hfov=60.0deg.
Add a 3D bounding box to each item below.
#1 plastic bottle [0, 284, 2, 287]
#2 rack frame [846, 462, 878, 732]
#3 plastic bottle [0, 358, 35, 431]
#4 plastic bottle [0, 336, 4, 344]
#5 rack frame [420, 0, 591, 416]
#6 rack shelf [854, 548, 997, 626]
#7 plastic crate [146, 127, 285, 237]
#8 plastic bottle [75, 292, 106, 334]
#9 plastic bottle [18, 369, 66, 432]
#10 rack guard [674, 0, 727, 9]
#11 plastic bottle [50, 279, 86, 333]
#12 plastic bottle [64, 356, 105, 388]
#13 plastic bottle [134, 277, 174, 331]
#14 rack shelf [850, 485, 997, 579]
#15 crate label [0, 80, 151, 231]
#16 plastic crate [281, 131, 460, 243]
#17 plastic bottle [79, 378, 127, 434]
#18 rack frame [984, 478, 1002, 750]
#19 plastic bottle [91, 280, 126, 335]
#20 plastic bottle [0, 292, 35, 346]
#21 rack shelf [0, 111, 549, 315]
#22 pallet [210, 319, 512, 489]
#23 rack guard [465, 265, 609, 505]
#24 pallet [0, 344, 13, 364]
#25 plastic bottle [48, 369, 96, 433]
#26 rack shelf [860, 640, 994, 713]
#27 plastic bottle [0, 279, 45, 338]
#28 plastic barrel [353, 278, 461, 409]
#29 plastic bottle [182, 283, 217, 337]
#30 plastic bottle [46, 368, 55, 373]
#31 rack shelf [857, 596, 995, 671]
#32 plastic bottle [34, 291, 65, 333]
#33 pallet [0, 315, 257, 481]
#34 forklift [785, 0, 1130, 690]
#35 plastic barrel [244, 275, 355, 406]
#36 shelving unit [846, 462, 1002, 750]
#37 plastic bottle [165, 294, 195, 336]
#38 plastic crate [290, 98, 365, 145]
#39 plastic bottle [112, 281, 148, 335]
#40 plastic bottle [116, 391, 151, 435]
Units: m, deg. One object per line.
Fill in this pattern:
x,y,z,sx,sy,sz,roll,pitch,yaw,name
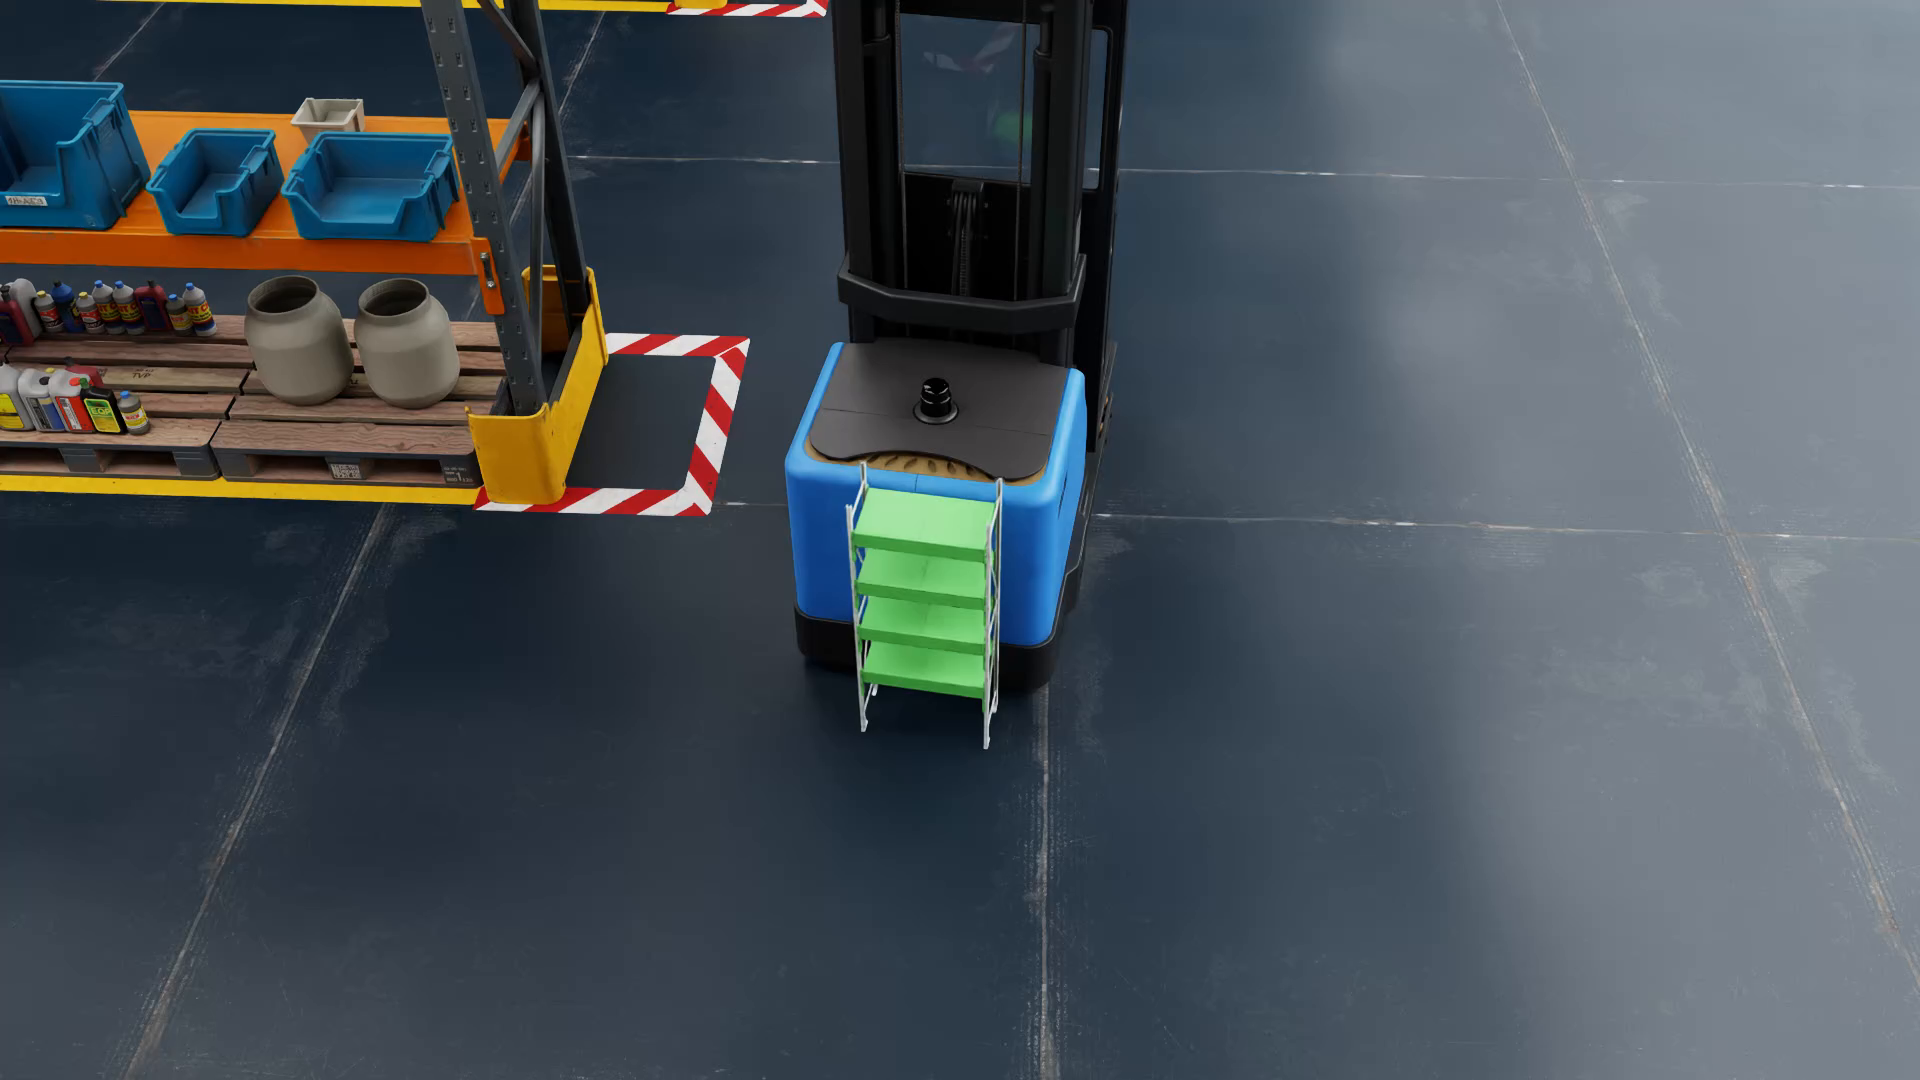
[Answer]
-4.700,-1.162,8.003,0.185,0.351,0.144,2,43,2,plastic bottle
-0.360,0.238,6.196,0.015,1.200,0.240,7,44,8,rack frame
-4.284,-0.670,7.474,0.185,0.351,0.144,3,43,4,plastic bottle
-4.679,-1.067,7.950,0.133,0.283,0.061,2,43,2,plastic bottle
-1.874,-1.687,6.946,0.127,3.000,1.000,2,43,2,rack frame
-0.121,0.142,6.041,0.480,0.148,0.258,7,44,8,rack shelf
-3.036,-1.468,6.820,0.408,0.251,0.499,2,43,2,plastic crate
-4.213,-1.109,8.055,0.097,0.201,0.097,0,43,0,plastic bottle
-4.118,-0.640,7.497,0.135,0.276,0.152,1,43,1,plastic bottle
-1.727,-4.147,11.421,0.348,0.500,1.175,2,43,2,rack guard
-4.316,-1.137,8.035,0.097,0.271,0.097,0,43,0,plastic bottle
-3.975,-0.711,7.568,0.133,0.283,0.061,2,43,2,plastic bottle
-3.897,-1.141,8.030,0.133,0.283,0.061,2,43,3,plastic bottle
-0.122,-0.031,5.874,0.480,0.148,0.258,7,44,8,rack shelf
-3.725,-1.572,6.797,0.616,0.435,0.502,2,43,2,crate label
-2.388,-1.444,6.794,0.616,0.251,0.499,2,43,2,plastic crate
-3.846,-0.603,7.452,0.133,0.283,0.061,3,43,3,plastic bottle
0.120,0.300,6.130,0.015,1.200,0.240,7,44,8,rack frame
-4.114,-1.131,8.028,0.097,0.271,0.097,0,43,0,plastic bottle
-4.542,-1.057,7.940,0.133,0.283,0.061,2,43,2,plastic bottle
-3.872,-1.485,7.257,4.000,0.370,1.077,2,43,2,rack shelf
-2.764,-0.666,7.895,1.213,0.211,1.003,2,43,2,pallet
-1.952,-0.743,7.766,0.348,0.500,1.175,2,43,2,rack guard
-5.201,-0.741,7.975,1.213,0.211,1.003,2,43,2,pallet
-3.979,-0.636,7.493,0.135,0.276,0.152,2,43,2,plastic bottle
-0.119,0.488,6.374,0.480,0.148,0.258,7,44,8,rack shelf
-4.537,-1.127,8.020,0.135,0.276,0.152,2,43,3,plastic bottle
-2.535,-0.899,7.616,0.421,0.512,0.421,0,43,0,plastic barrel
-3.672,-1.118,8.013,0.097,0.271,0.097,0,43,0,plastic bottle
-4.131,-0.698,7.614,0.097,0.201,0.097,0,43,0,plastic bottle
-0.120,0.315,6.207,0.480,0.148,0.258,7,44,8,rack shelf
-4.418,-1.115,8.062,0.097,0.201,0.097,0,43,0,plastic bottle
-3.979,-0.705,7.937,1.213,0.211,1.003,2,43,2,pallet
0.117,-1.494,6.788,1.130,2.935,3.031,7,43,8,forklift
-3.036,-0.914,7.633,0.421,0.512,0.421,0,43,0,plastic barrel
-0.120,0.269,6.163,0.503,1.200,0.258,7,44,8,shelving unit
-3.775,-1.095,8.041,0.097,0.201,0.097,0,43,0,plastic bottle
-2.754,-1.837,7.300,0.250,0.136,0.298,2,43,2,plastic crate
-4.014,-1.128,8.025,0.097,0.271,0.097,0,43,0,plastic bottle
-3.729,-0.582,7.490,0.097,0.201,0.097,0,43,0,plastic bottle
